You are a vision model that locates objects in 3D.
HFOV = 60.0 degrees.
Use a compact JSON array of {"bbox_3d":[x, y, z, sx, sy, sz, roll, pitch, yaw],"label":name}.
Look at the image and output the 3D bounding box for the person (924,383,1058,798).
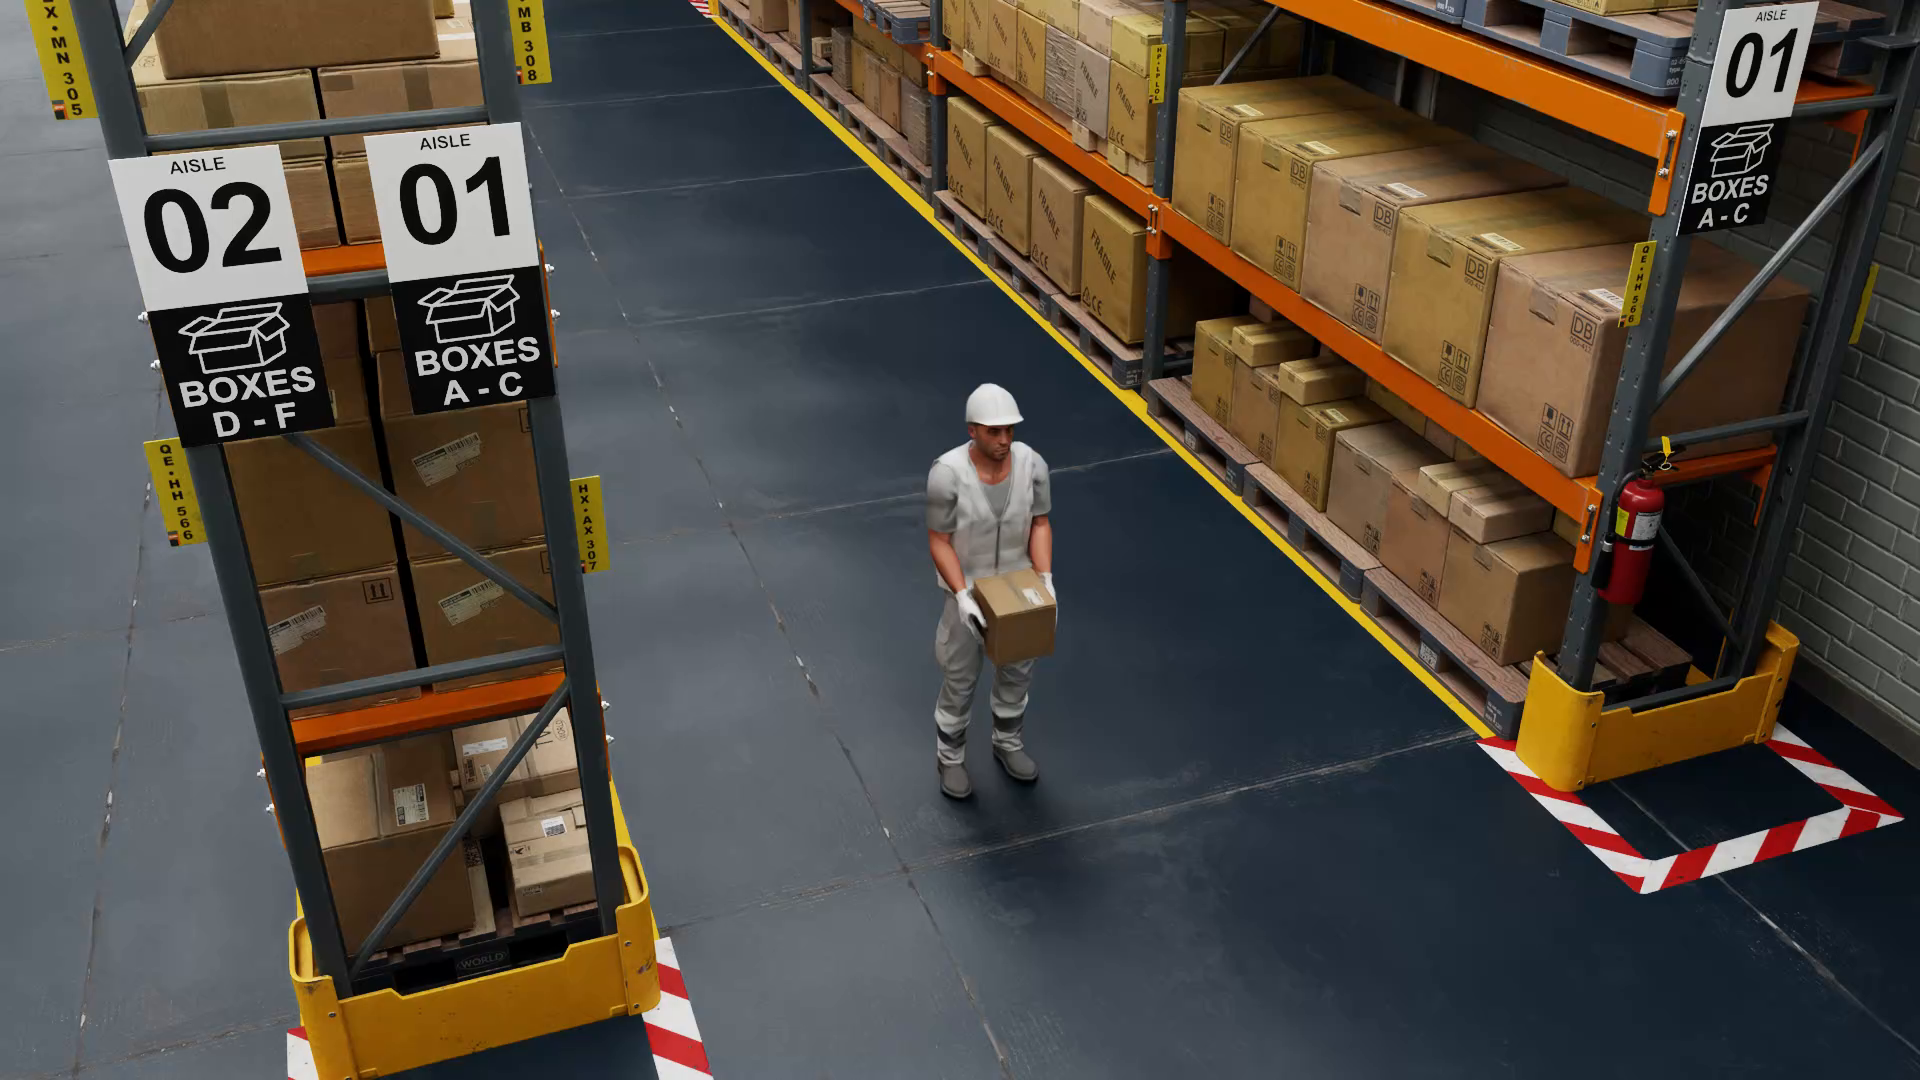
[{"bbox_3d":[0.142,0.225,6.702,0.529,1.794,0.498,-11,31,-18],"label":"person"}]
